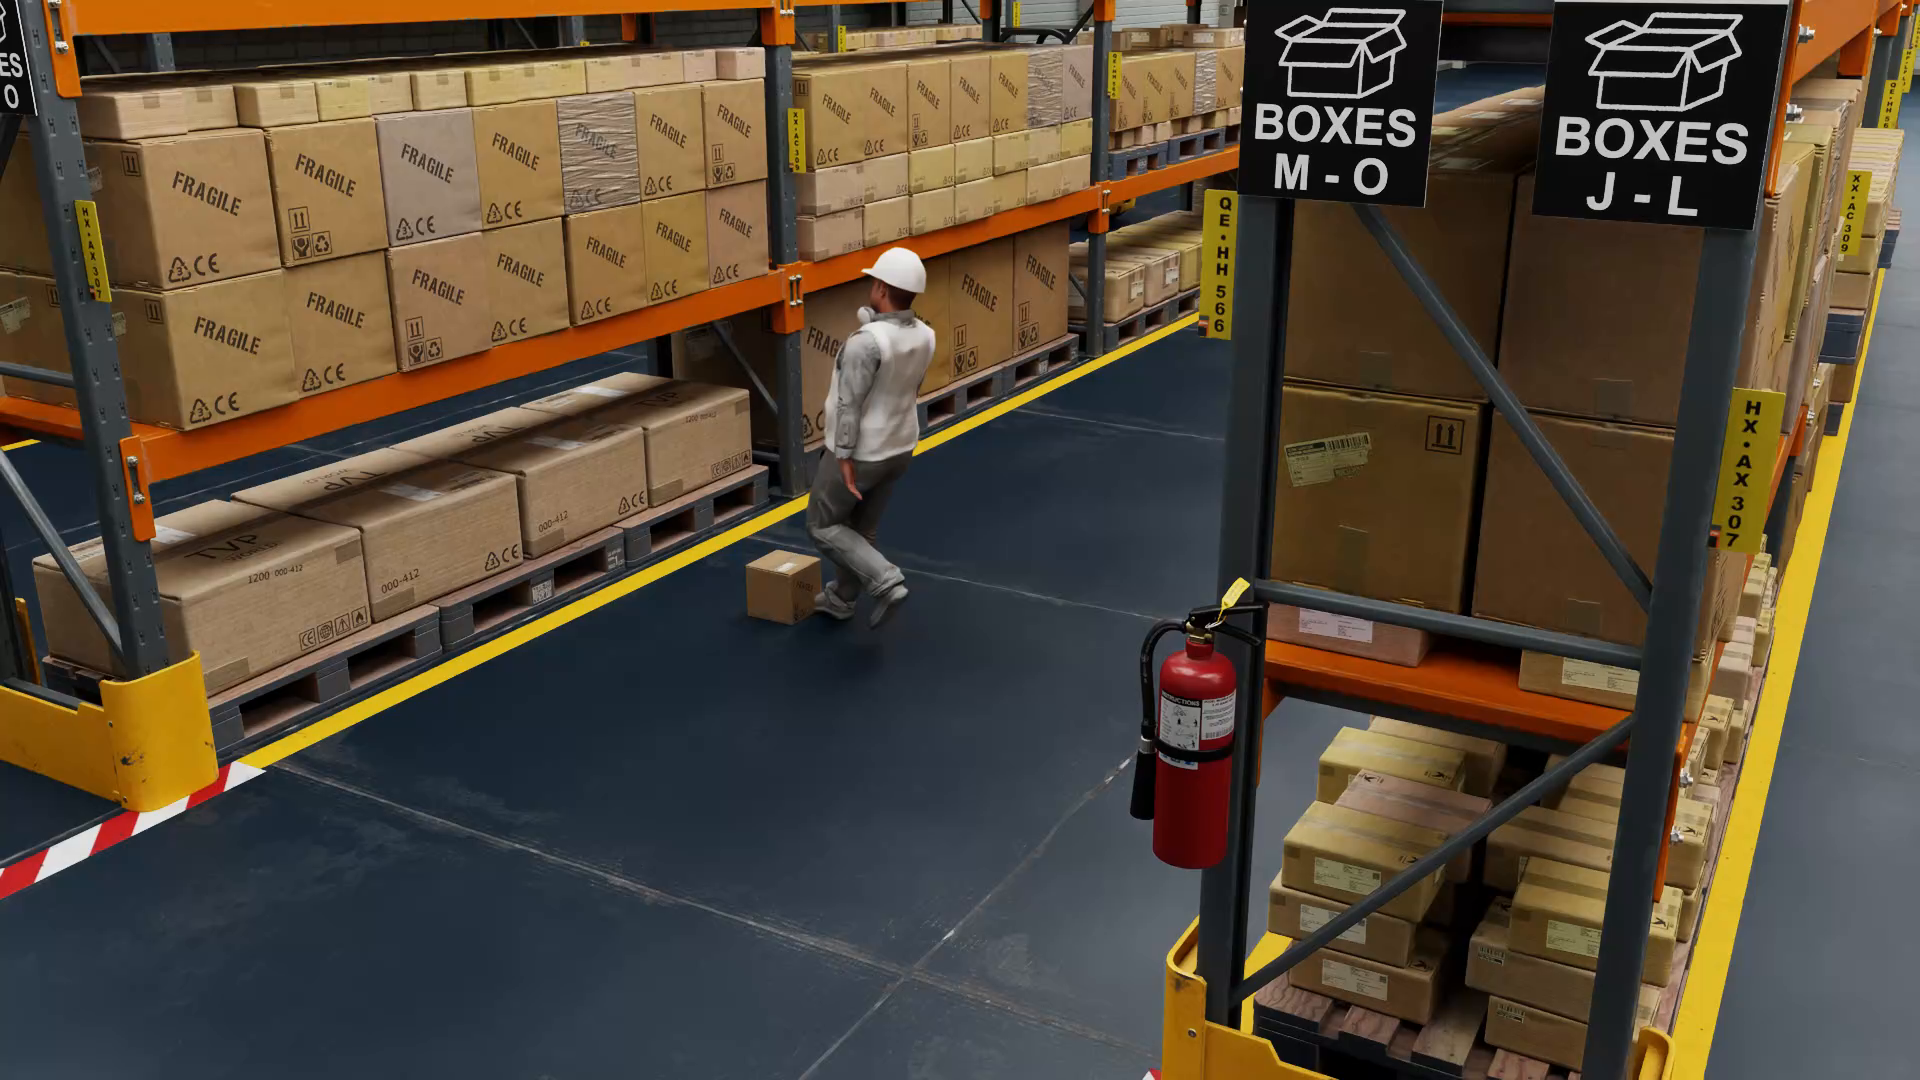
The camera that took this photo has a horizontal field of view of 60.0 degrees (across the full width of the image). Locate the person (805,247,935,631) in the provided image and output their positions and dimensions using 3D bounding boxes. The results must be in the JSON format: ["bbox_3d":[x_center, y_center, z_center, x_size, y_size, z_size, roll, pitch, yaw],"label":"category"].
[{"bbox_3d":[-0.471,-0.427,7.284,0.736,1.728,0.591,15,24,37],"label":"person"}]
